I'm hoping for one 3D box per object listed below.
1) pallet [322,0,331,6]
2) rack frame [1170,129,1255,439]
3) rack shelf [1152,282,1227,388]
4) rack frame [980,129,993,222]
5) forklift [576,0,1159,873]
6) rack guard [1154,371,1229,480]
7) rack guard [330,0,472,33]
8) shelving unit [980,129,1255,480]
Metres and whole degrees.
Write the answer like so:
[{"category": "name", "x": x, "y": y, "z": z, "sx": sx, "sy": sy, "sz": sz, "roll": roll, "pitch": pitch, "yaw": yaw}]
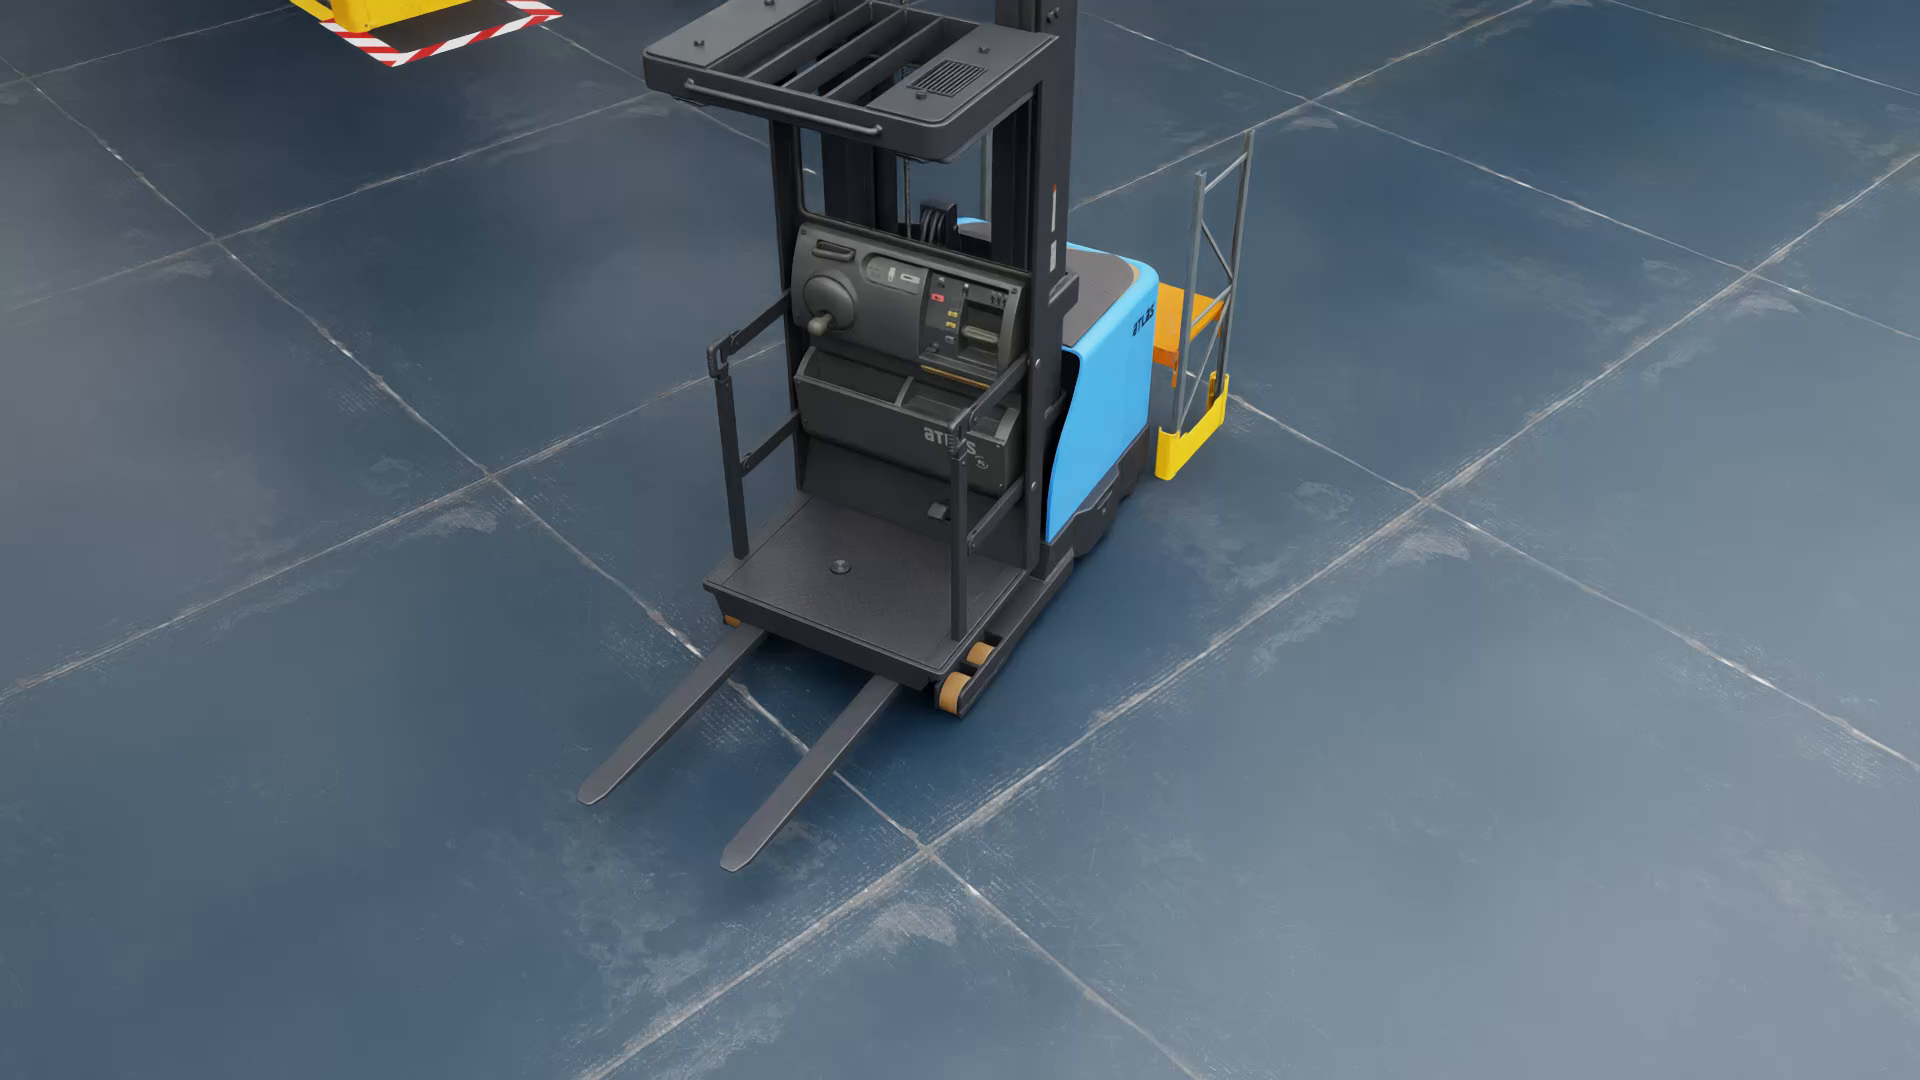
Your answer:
[{"category": "pallet", "x": -4.441, "y": -4.333, "z": 12.447, "sx": 1.003, "sy": 0.211, "sz": 1.213, "roll": -30, "pitch": 48, "yaw": -32}, {"category": "rack frame", "x": 1.093, "y": -1.013, "z": 7.311, "sx": 0.032, "sy": 1.500, "sz": 0.500, "roll": 22, "pitch": 44, "yaw": 25}, {"category": "rack shelf", "x": 0.666, "y": -1.047, "z": 7.639, "sx": 1.000, "sy": 0.185, "sz": 0.538, "roll": 22, "pitch": 44, "yaw": 25}, {"category": "rack frame", "x": 0.239, "y": -1.360, "z": 7.740, "sx": 0.032, "sy": 1.500, "sz": 0.500, "roll": 22, "pitch": 44, "yaw": 25}, {"category": "forklift", "x": -0.307, "y": -0.794, "z": 5.901, "sx": 1.130, "sy": 2.935, "sz": 3.031, "roll": 19, "pitch": 43, "yaw": 22}, {"category": "rack guard", "x": 1.077, "y": -0.534, "z": 7.712, "sx": 0.087, "sy": 0.250, "sz": 0.587, "roll": 22, "pitch": 44, "yaw": 25}, {"category": "rack guard", "x": -3.918, "y": -4.054, "z": 11.872, "sx": 1.175, "sy": 0.500, "sz": 0.348, "roll": -30, "pitch": 48, "yaw": -32}, {"category": "shelving unit", "x": 0.658, "y": -1.190, "z": 7.529, "sx": 1.083, "sy": 1.500, "sz": 0.587, "roll": 22, "pitch": 44, "yaw": 25}]
